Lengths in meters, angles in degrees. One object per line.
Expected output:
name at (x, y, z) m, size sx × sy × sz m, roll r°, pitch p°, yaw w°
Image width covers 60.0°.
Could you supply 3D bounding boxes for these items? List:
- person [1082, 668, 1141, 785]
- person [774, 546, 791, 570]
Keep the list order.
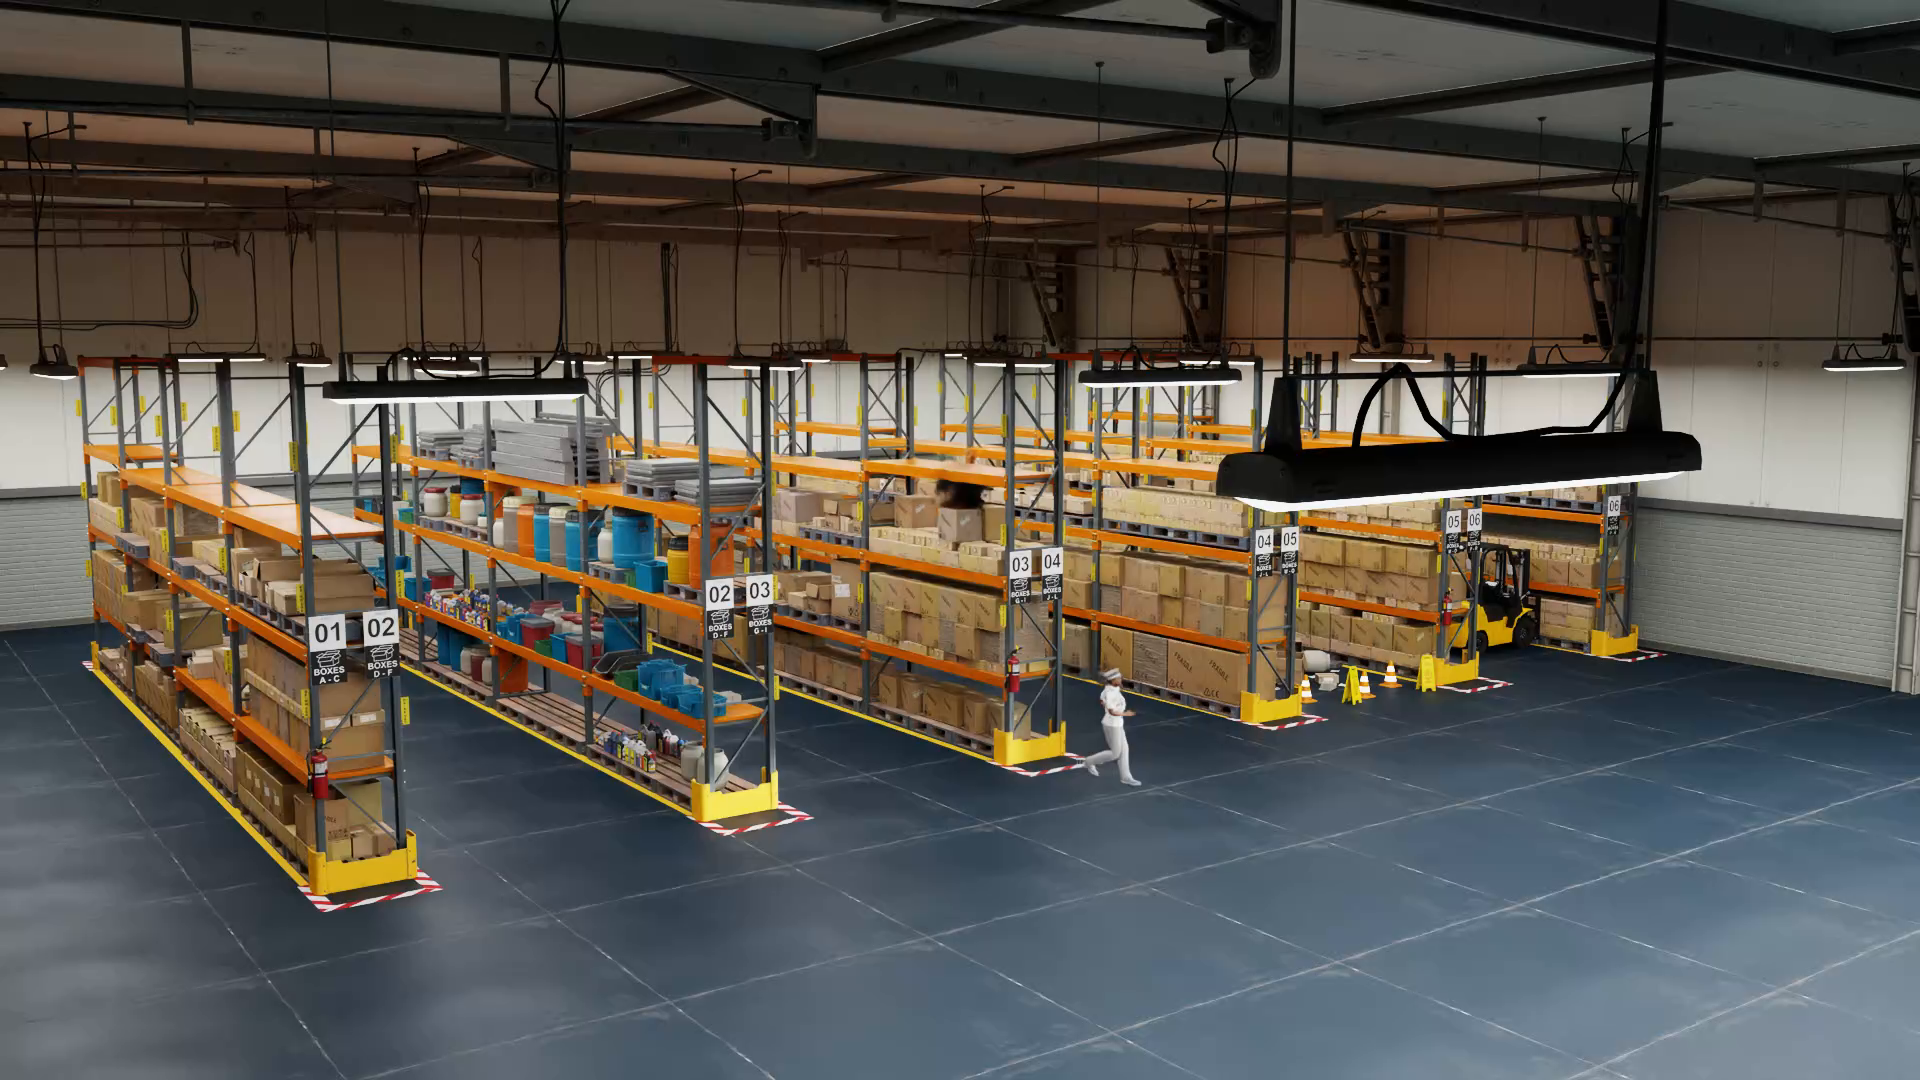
person at (2.152, 2.634, 23.493) m, size 0.833 × 1.691 × 0.592 m, roll 1°, pitch 7°, yaw 9°
person at (-4.296, 0.417, 41.748) m, size 0.735 × 1.806 × 0.694 m, roll -2°, pitch 7°, yaw -14°
